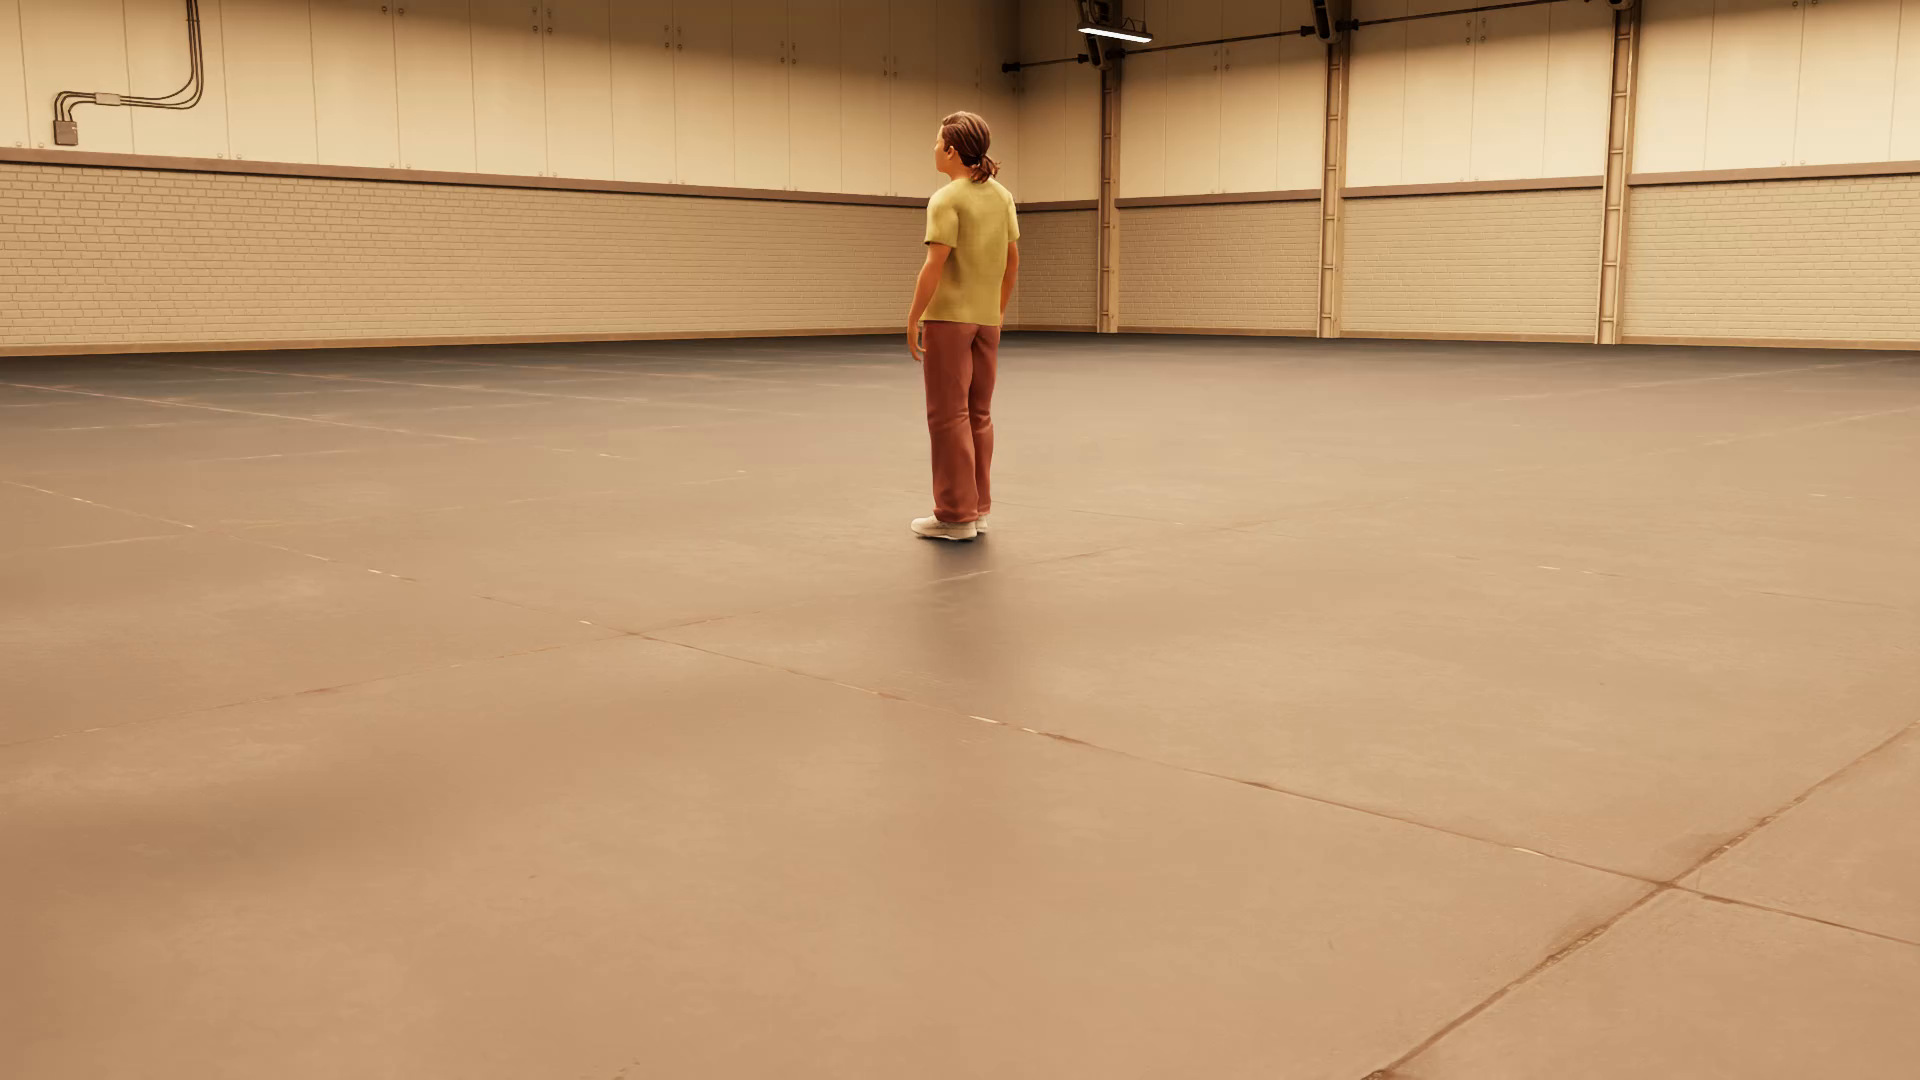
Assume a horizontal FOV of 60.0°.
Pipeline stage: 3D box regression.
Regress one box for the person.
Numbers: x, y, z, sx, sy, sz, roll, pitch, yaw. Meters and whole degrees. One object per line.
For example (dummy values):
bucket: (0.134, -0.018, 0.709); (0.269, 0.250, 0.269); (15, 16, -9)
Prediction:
person: (-0.045, -0.845, 6.650); (0.549, 1.676, 0.553); (8, 12, 43)
